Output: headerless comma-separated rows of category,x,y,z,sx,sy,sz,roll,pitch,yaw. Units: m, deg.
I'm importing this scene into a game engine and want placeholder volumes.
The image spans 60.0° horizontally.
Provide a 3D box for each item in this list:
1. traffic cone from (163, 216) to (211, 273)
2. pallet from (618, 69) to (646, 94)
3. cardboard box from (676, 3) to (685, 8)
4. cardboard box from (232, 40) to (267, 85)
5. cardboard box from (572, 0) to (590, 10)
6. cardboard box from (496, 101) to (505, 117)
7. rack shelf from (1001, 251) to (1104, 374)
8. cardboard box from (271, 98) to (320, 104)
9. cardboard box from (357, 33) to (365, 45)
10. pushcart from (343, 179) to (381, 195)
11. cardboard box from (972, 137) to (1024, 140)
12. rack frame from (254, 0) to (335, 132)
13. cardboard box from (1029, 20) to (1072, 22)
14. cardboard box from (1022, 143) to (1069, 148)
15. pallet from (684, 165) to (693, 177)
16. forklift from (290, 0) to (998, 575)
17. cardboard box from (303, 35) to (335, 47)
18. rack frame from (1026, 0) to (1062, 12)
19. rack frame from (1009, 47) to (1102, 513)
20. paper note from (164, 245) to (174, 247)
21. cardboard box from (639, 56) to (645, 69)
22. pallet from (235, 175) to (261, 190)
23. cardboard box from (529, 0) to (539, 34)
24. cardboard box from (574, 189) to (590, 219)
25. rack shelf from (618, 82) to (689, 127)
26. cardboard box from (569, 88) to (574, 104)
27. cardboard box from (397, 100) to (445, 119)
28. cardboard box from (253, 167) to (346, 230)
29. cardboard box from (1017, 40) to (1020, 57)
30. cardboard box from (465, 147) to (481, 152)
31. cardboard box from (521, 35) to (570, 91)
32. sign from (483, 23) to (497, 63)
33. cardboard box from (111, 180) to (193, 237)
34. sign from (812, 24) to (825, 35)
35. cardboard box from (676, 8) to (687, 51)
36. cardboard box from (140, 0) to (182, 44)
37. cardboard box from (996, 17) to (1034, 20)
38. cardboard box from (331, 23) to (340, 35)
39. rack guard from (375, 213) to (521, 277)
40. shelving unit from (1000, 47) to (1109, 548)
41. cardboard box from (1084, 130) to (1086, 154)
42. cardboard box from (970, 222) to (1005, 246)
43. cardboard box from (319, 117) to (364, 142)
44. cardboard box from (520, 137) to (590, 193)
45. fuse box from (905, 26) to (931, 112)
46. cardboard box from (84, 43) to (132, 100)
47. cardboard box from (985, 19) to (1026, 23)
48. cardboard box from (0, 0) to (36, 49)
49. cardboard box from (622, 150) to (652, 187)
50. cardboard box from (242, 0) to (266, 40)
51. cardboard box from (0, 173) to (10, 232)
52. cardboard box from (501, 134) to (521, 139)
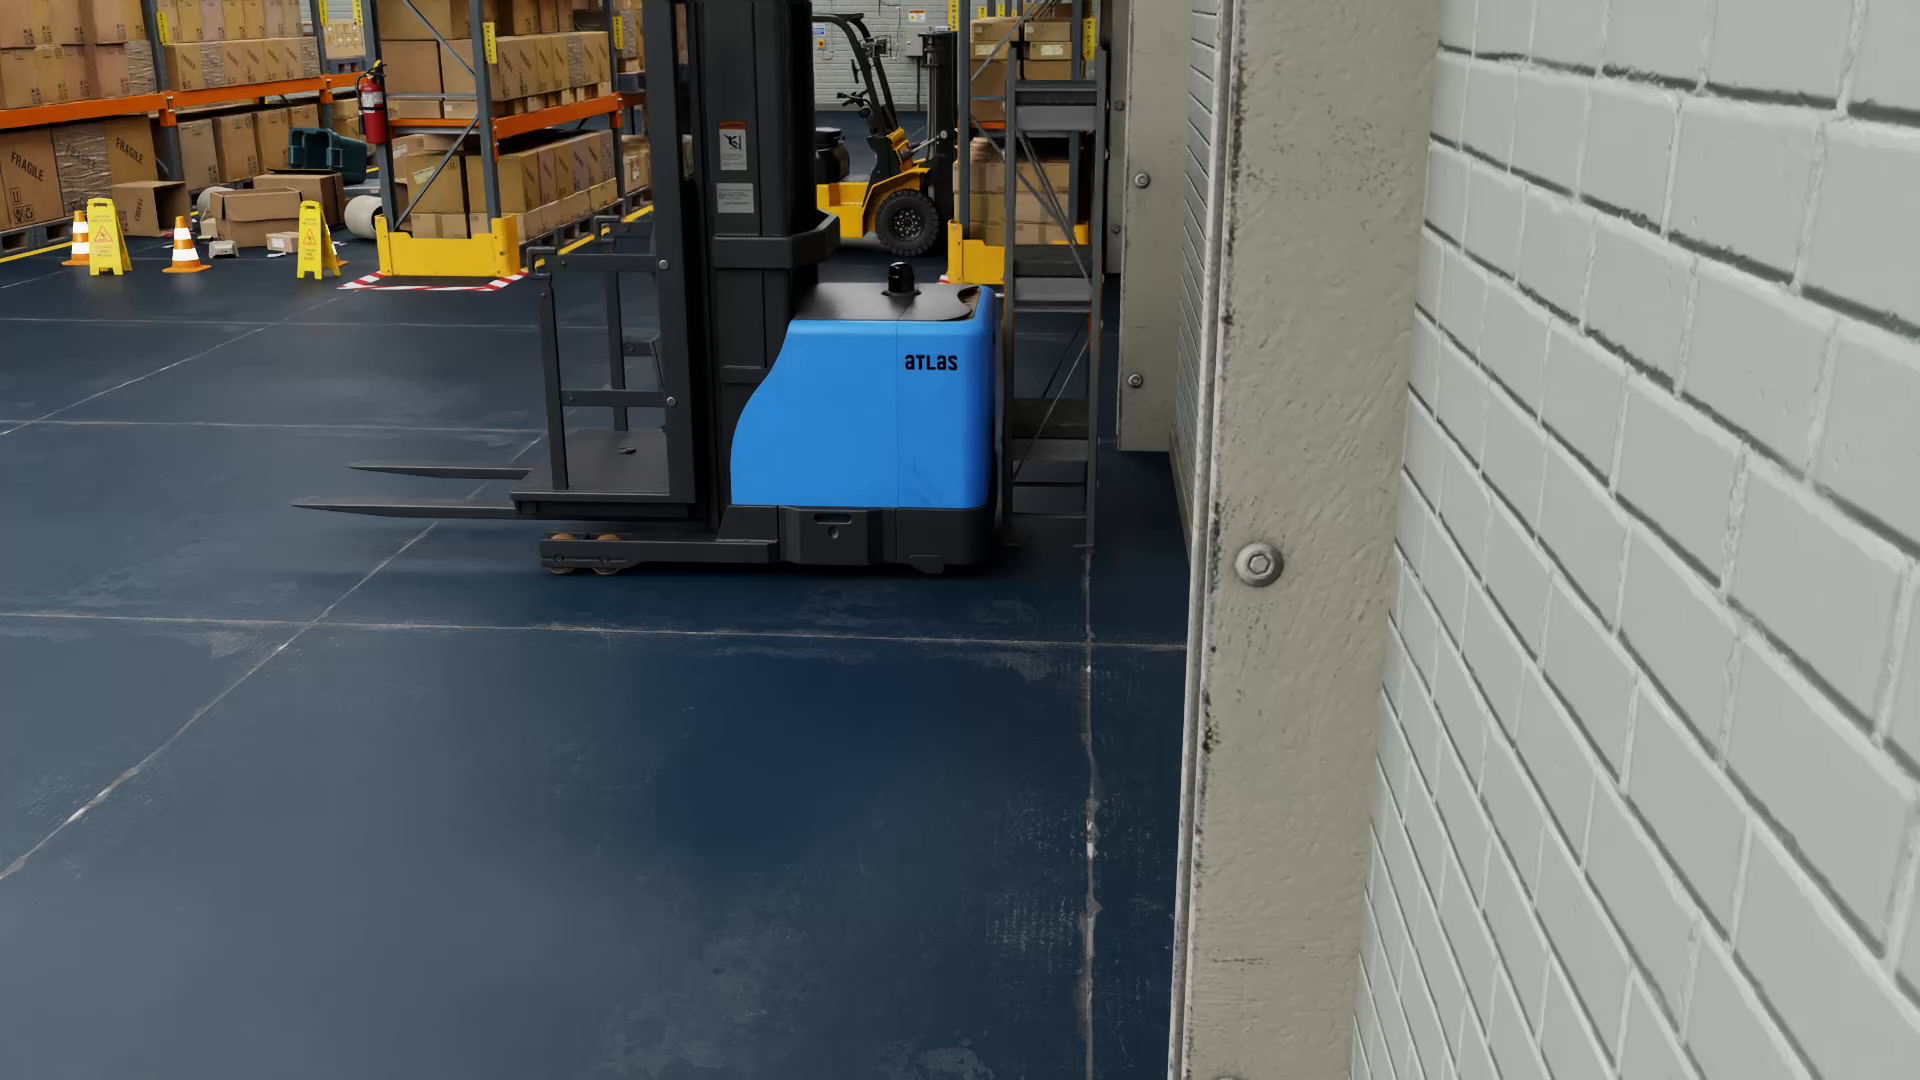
traffic cone,-6.846,-2.615,14.660,0.336,0.463,0.334,1,18,4
pallet,-3.972,-5.124,18.552,1.003,0.211,1.213,1,18,4
cardboard box,-3.606,-6.894,21.879,0.500,0.500,0.500,1,18,2
cardboard box,-8.700,-5.735,19.947,0.500,0.500,0.500,2,18,5
cardboard box,-4.328,-6.041,18.687,0.380,0.149,0.250,1,18,2
cardboard box,-4.224,-3.799,14.604,0.380,0.149,0.250,2,18,5
rack shelf,0.400,-1.030,7.237,0.431,0.518,0.480,1,18,2
cardboard box,-9.043,-5.889,22.714,0.500,0.250,0.500,1,18,3
cardboard box,-8.525,-6.993,23.198,0.380,0.149,0.250,1,18,4
pushcart,-6.450,-3.771,18.324,1.648,0.377,0.936,-5,19,-15
cardboard box,0.384,-3.938,16.759,0.500,0.250,0.500,1,18,4
rack frame,-8.830,-6.303,21.841,1.000,3.000,0.127,1,18,4
cardboard box,0.813,-4.548,14.805,0.380,0.149,0.250,2,18,6
cardboard box,0.838,-3.612,15.764,0.500,0.250,0.500,1,18,3
pallet,-3.943,-4.656,21.293,1.003,0.211,1.213,1,18,4
forklift,-1.363,-1.410,7.018,3.031,2.935,1.130,1,18,3
cardboard box,-8.595,-6.670,22.212,0.380,0.149,0.250,2,18,6
rack frame,1.639,-8.599,28.847,1.000,3.000,0.127,1,18,4
rack frame,0.411,-1.119,7.465,0.400,2.100,0.015,1,18,2
paper note,-7.601,-2.843,16.052,0.144,0.017,0.142,8,20,23
cardboard box,-3.787,-5.472,19.035,0.380,0.149,0.250,2,18,5
pallet,-9.052,-4.357,20.380,1.003,0.211,1.213,1,18,4
cardboard box,-4.542,-5.200,16.231,0.700,0.500,0.500,1,18,3
cardboard box,-4.016,-3.361,16.605,0.500,0.250,0.500,2,18,5
rack shelf,-4.029,-5.261,19.816,1.077,0.370,4.000,1,18,4
cardboard box,-4.009,-4.361,16.318,0.380,0.149,0.250,1,18,3
cardboard box,-4.646,-3.741,14.425,0.380,0.149,0.250,2,18,6
cardboard box,-6.800,-3.510,17.108,0.797,0.637,0.503,1,18,4
cardboard box,0.335,-4.335,14.633,0.380,0.149,0.250,1,18,4
cardboard box,-4.628,-3.405,15.535,0.500,0.500,0.500,2,18,6
cardboard box,-4.051,-4.546,15.841,0.500,0.500,0.500,1,18,3
sign,-3.918,-4.138,13.845,0.100,0.325,0.005,1,18,4
cardboard box,-8.205,-3.369,16.897,0.500,0.500,0.500,4,19,13
sign,-2.975,-10.609,34.547,0.327,0.218,0.001,1,18,4
cardboard box,-3.667,-6.304,20.531,0.500,0.500,0.500,1,18,3
cardboard box,-9.087,-5.737,18.349,0.700,0.500,0.500,1,18,3
cardboard box,0.549,-5.193,16.773,0.380,0.149,0.250,2,18,5
cardboard box,-8.587,-6.888,22.402,0.380,0.149,0.250,1,18,2
rack guard,-4.454,-2.575,14.478,1.175,0.500,0.348,1,18,4
shelving unit,0.400,-1.043,7.233,0.431,2.100,0.503,1,18,2
cardboard box,1.468,-5.566,22.933,0.500,0.500,0.500,2,18,7
cardboard box,0.211,-2.675,14.512,0.500,0.250,0.500,1,18,4
cardboard box,-8.525,-5.528,22.818,0.500,0.500,0.500,1,18,2
cardboard box,-4.017,-3.724,16.509,0.500,0.500,0.500,2,18,7
fuse box,-0.846,-9.756,34.447,0.539,1.711,0.414,1,18,4
cardboard box,-9.148,-4.845,17.153,0.875,0.550,0.550,1,18,4
cardboard box,0.412,-4.719,15.327,0.380,0.149,0.250,2,18,5
cardboard box,-9.215,-4.861,15.465,0.875,0.550,0.550,1,18,4
cardboard box,-4.089,-4.318,19.331,0.950,0.372,0.625,2,18,7
cardboard box,-8.942,-6.370,20.279,0.700,0.500,0.500,1,18,3
cardboard box,-9.421,-3.220,15.171,0.875,0.875,0.875,1,18,4
cardboard box,-4.604,-4.081,16.555,0.380,0.149,0.250,2,18,7
